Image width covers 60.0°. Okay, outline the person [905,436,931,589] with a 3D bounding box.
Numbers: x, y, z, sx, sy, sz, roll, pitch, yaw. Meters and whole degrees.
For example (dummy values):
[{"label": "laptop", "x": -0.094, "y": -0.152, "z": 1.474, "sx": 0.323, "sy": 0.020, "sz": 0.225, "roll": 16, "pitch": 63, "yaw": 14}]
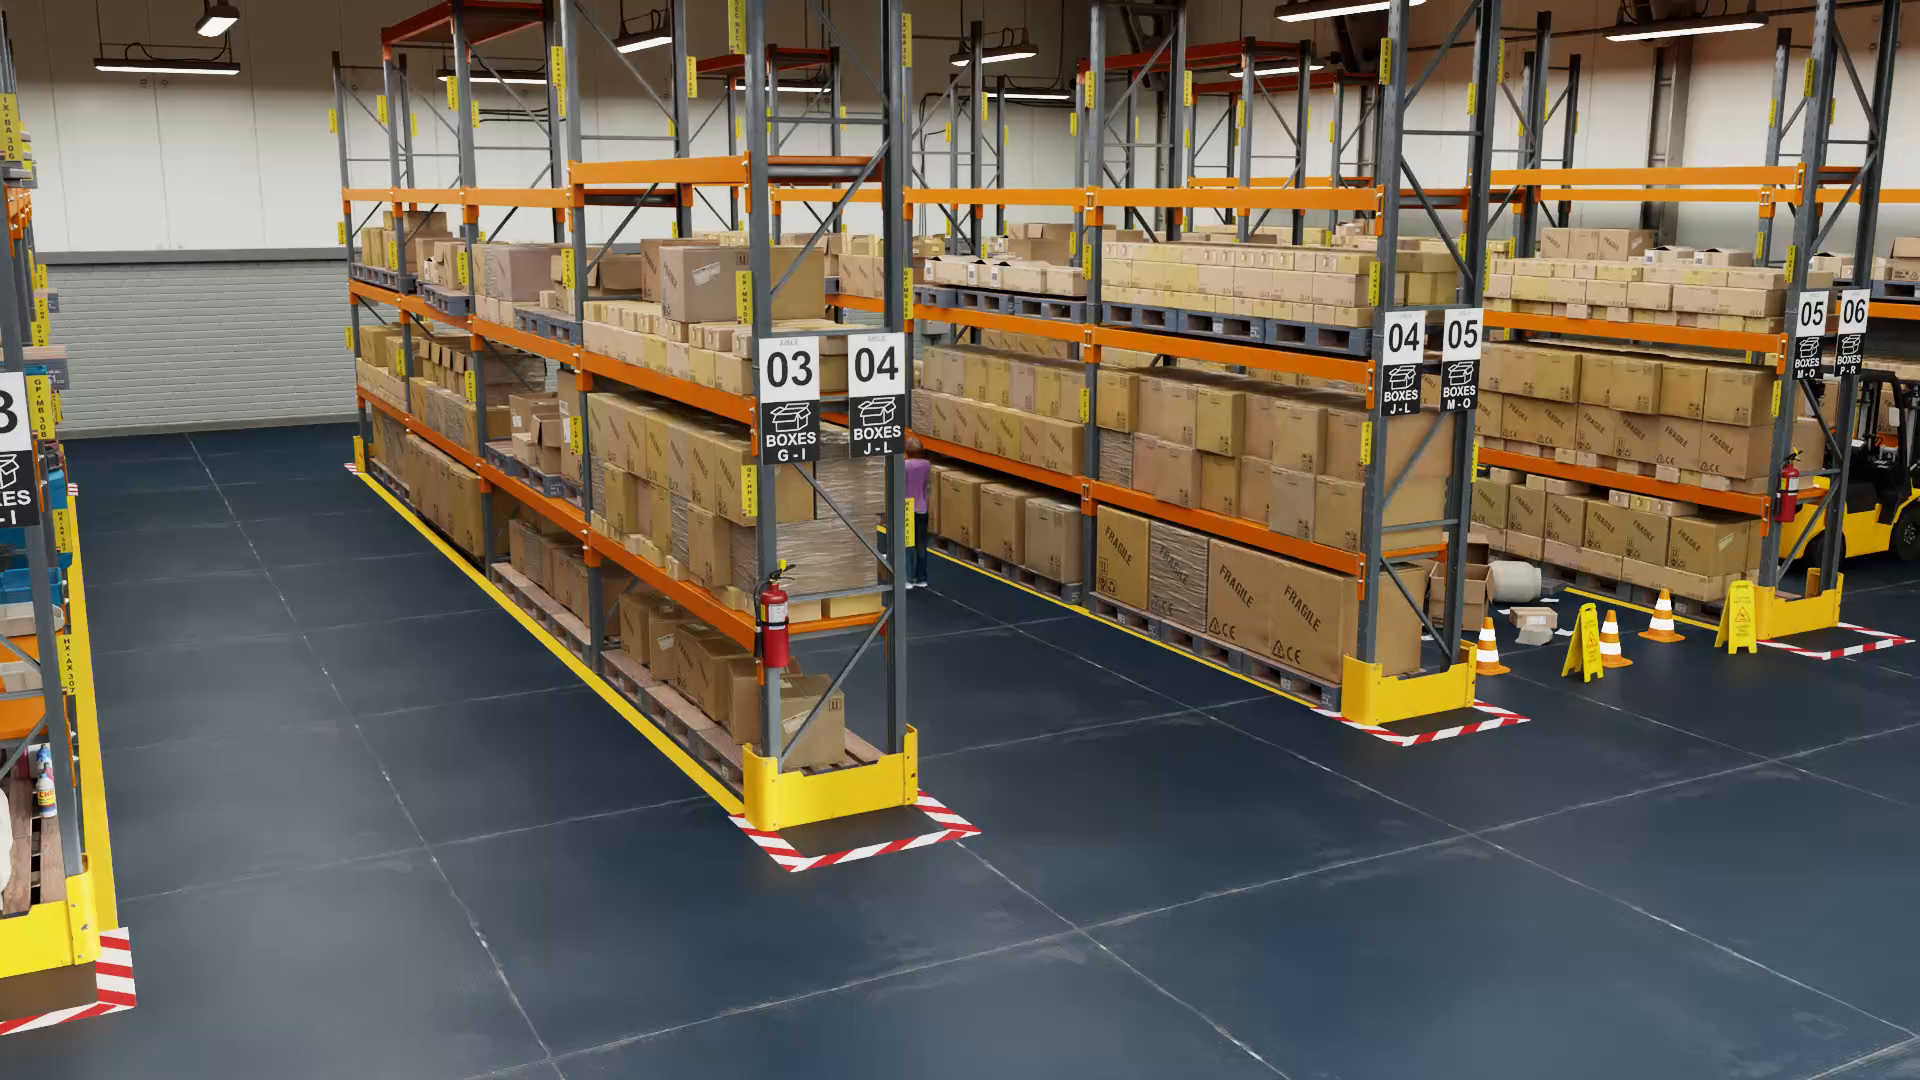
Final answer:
[{"label": "person", "x": -0.502, "y": -0.272, "z": 17.309, "sx": 0.413, "sy": 1.627, "sz": 0.330, "roll": -6, "pitch": 13, "yaw": -27}]
